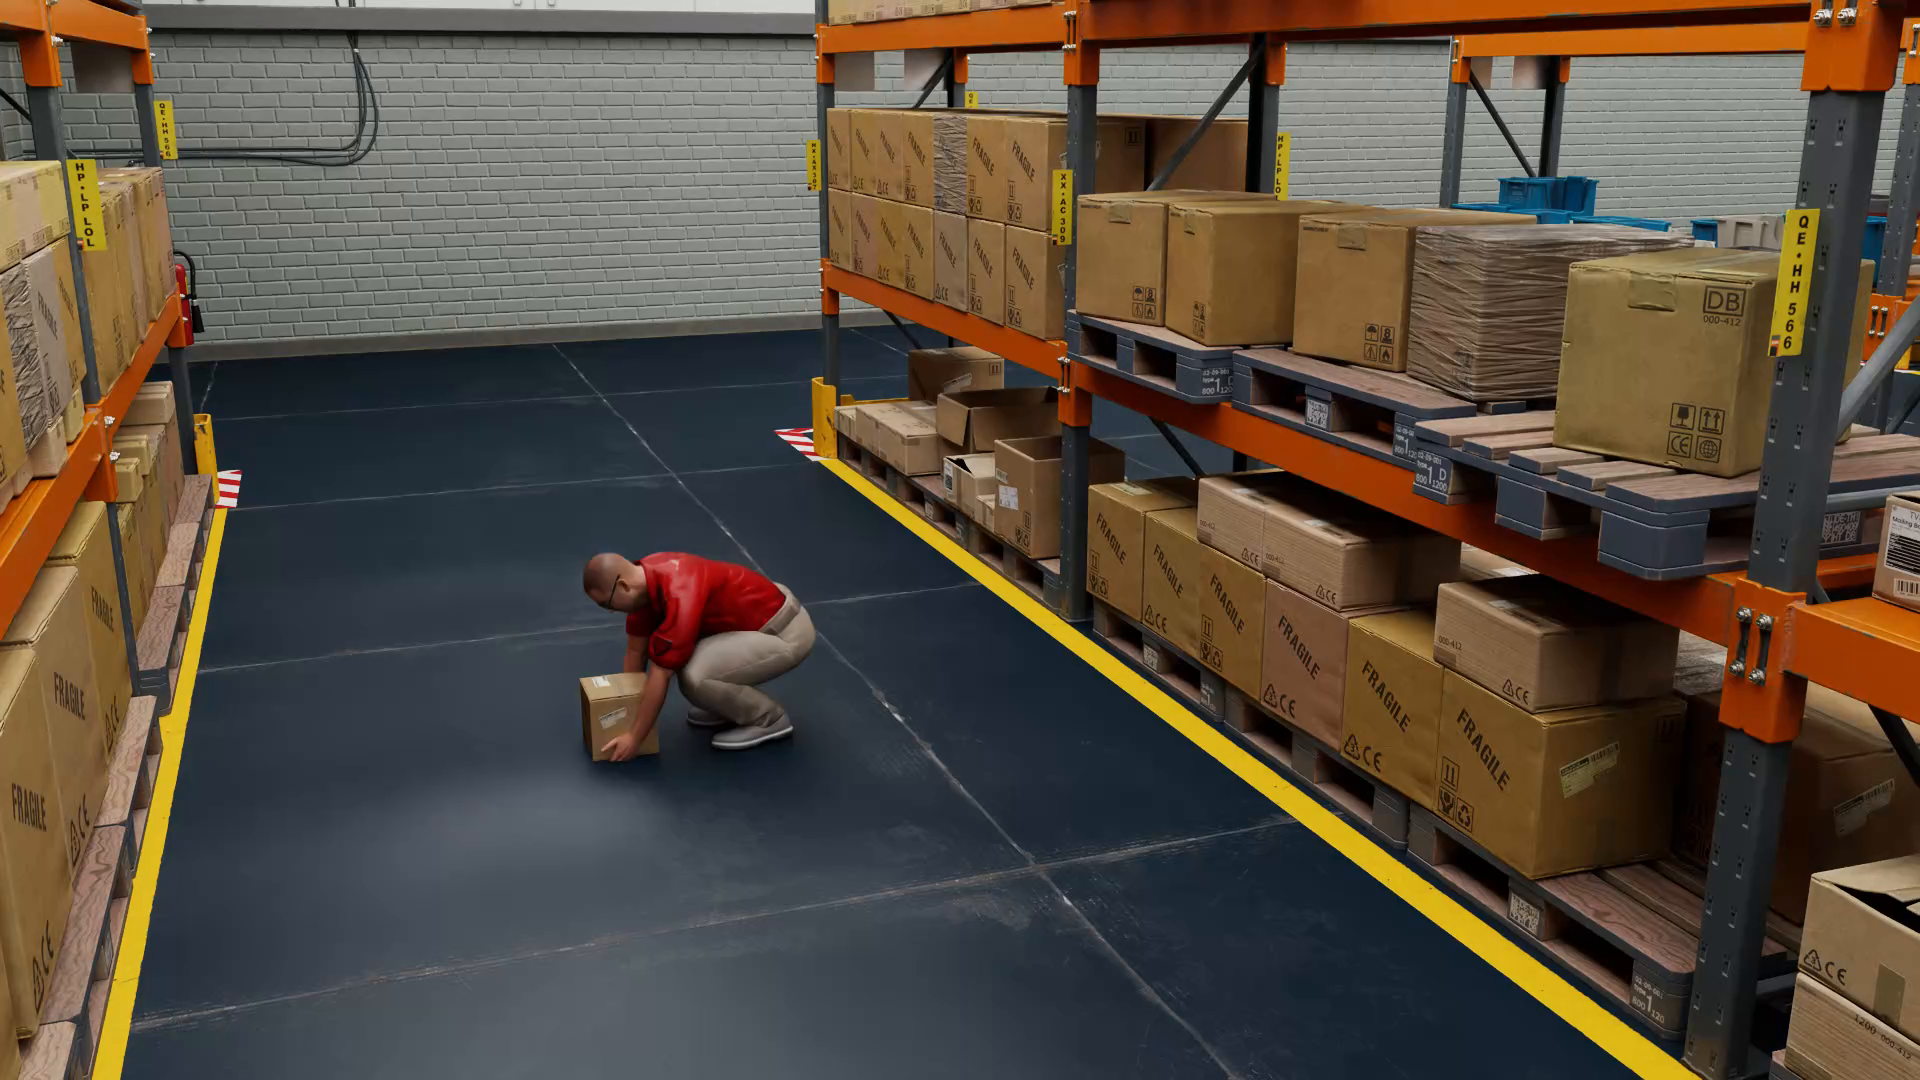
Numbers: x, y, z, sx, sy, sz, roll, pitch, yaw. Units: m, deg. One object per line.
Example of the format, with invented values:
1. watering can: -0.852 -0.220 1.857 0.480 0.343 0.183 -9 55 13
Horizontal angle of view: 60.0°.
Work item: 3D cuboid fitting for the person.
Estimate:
1. person: -1.026 0.434 6.425 0.826 0.812 0.534 -6 17 -20
